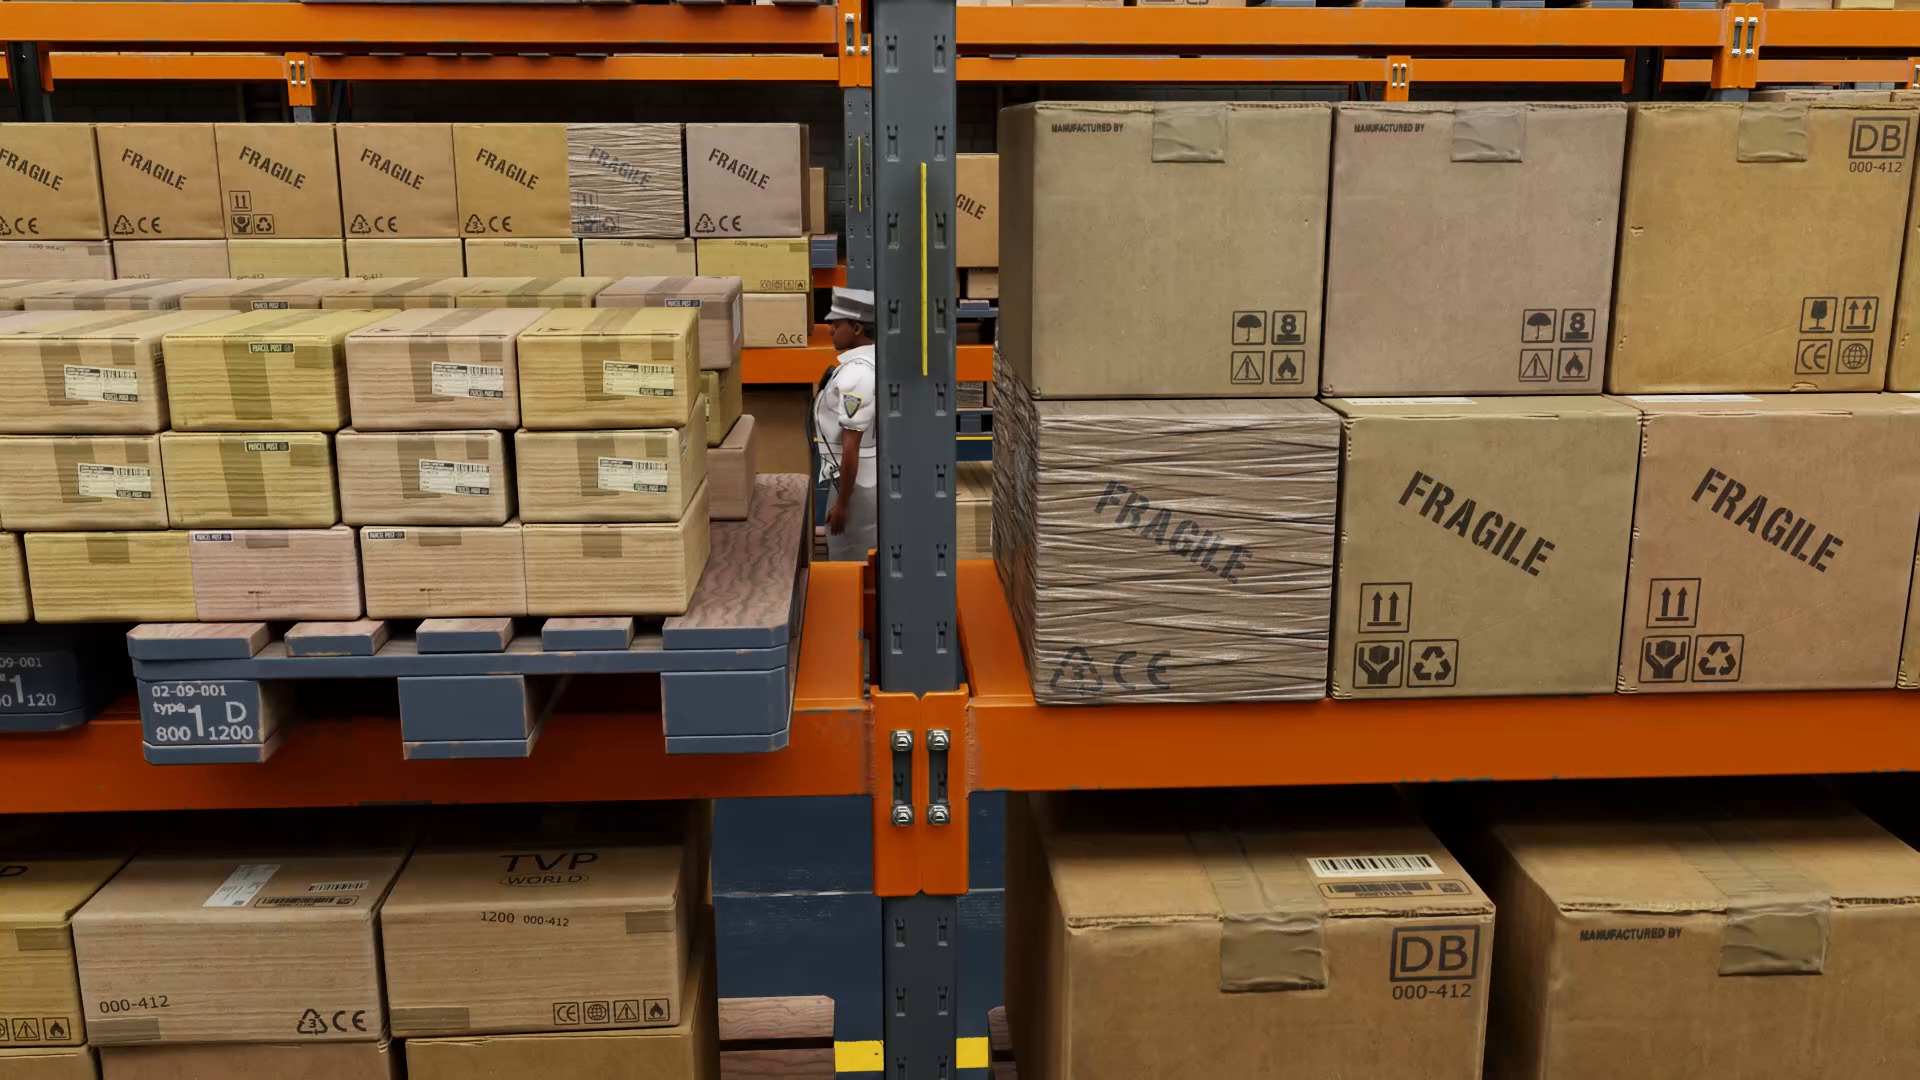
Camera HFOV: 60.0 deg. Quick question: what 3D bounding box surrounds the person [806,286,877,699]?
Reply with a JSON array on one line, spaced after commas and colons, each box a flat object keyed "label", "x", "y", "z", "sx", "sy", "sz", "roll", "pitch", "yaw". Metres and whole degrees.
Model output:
[{"label": "person", "x": -0.425, "y": -0.185, "z": 6.767, "sx": 0.341, "sy": 1.687, "sz": 0.436, "roll": 2, "pitch": 14, "yaw": 10}]
